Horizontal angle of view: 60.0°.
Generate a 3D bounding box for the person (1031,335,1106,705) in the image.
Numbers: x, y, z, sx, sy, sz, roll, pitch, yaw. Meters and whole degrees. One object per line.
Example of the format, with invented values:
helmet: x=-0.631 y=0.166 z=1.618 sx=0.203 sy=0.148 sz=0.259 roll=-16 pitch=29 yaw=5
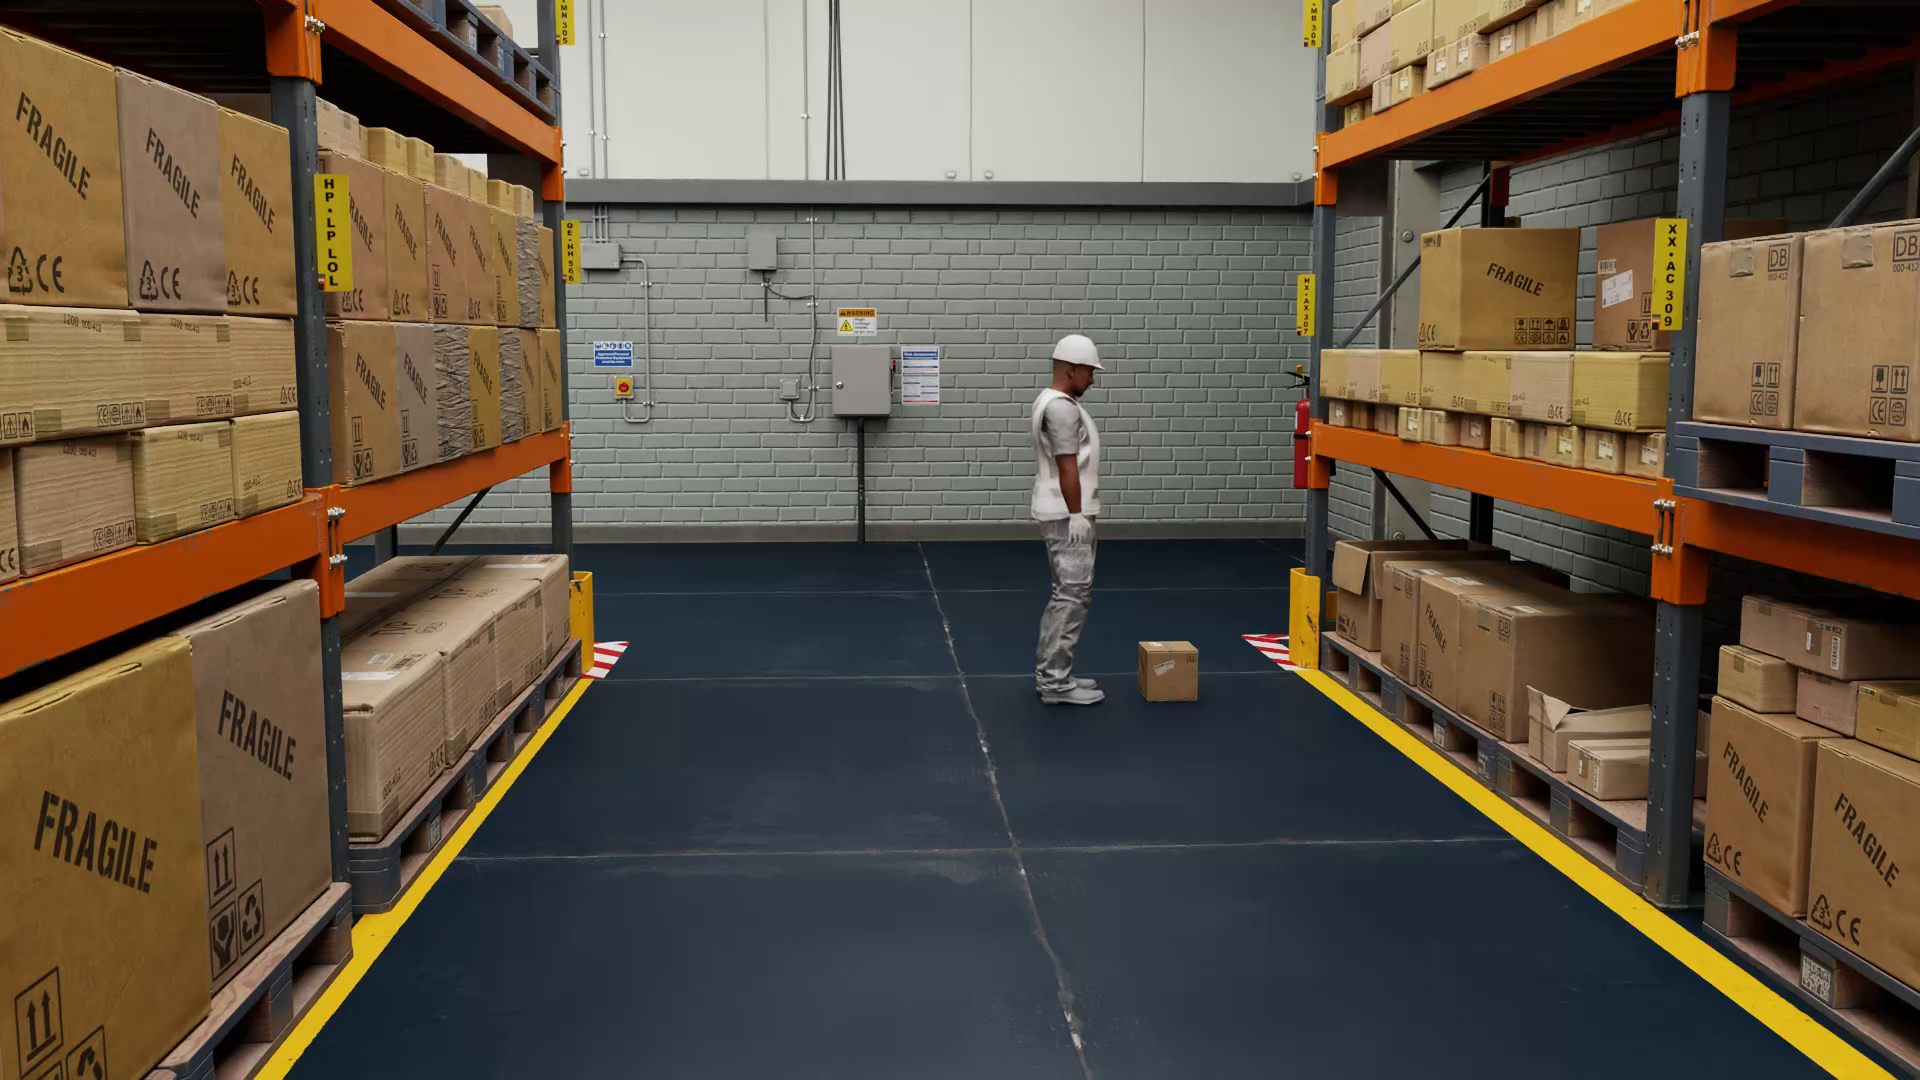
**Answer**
person: x=0.523 y=-0.107 z=8.098 sx=0.367 sy=1.772 sz=0.549 roll=0 pitch=7 yaw=-3
